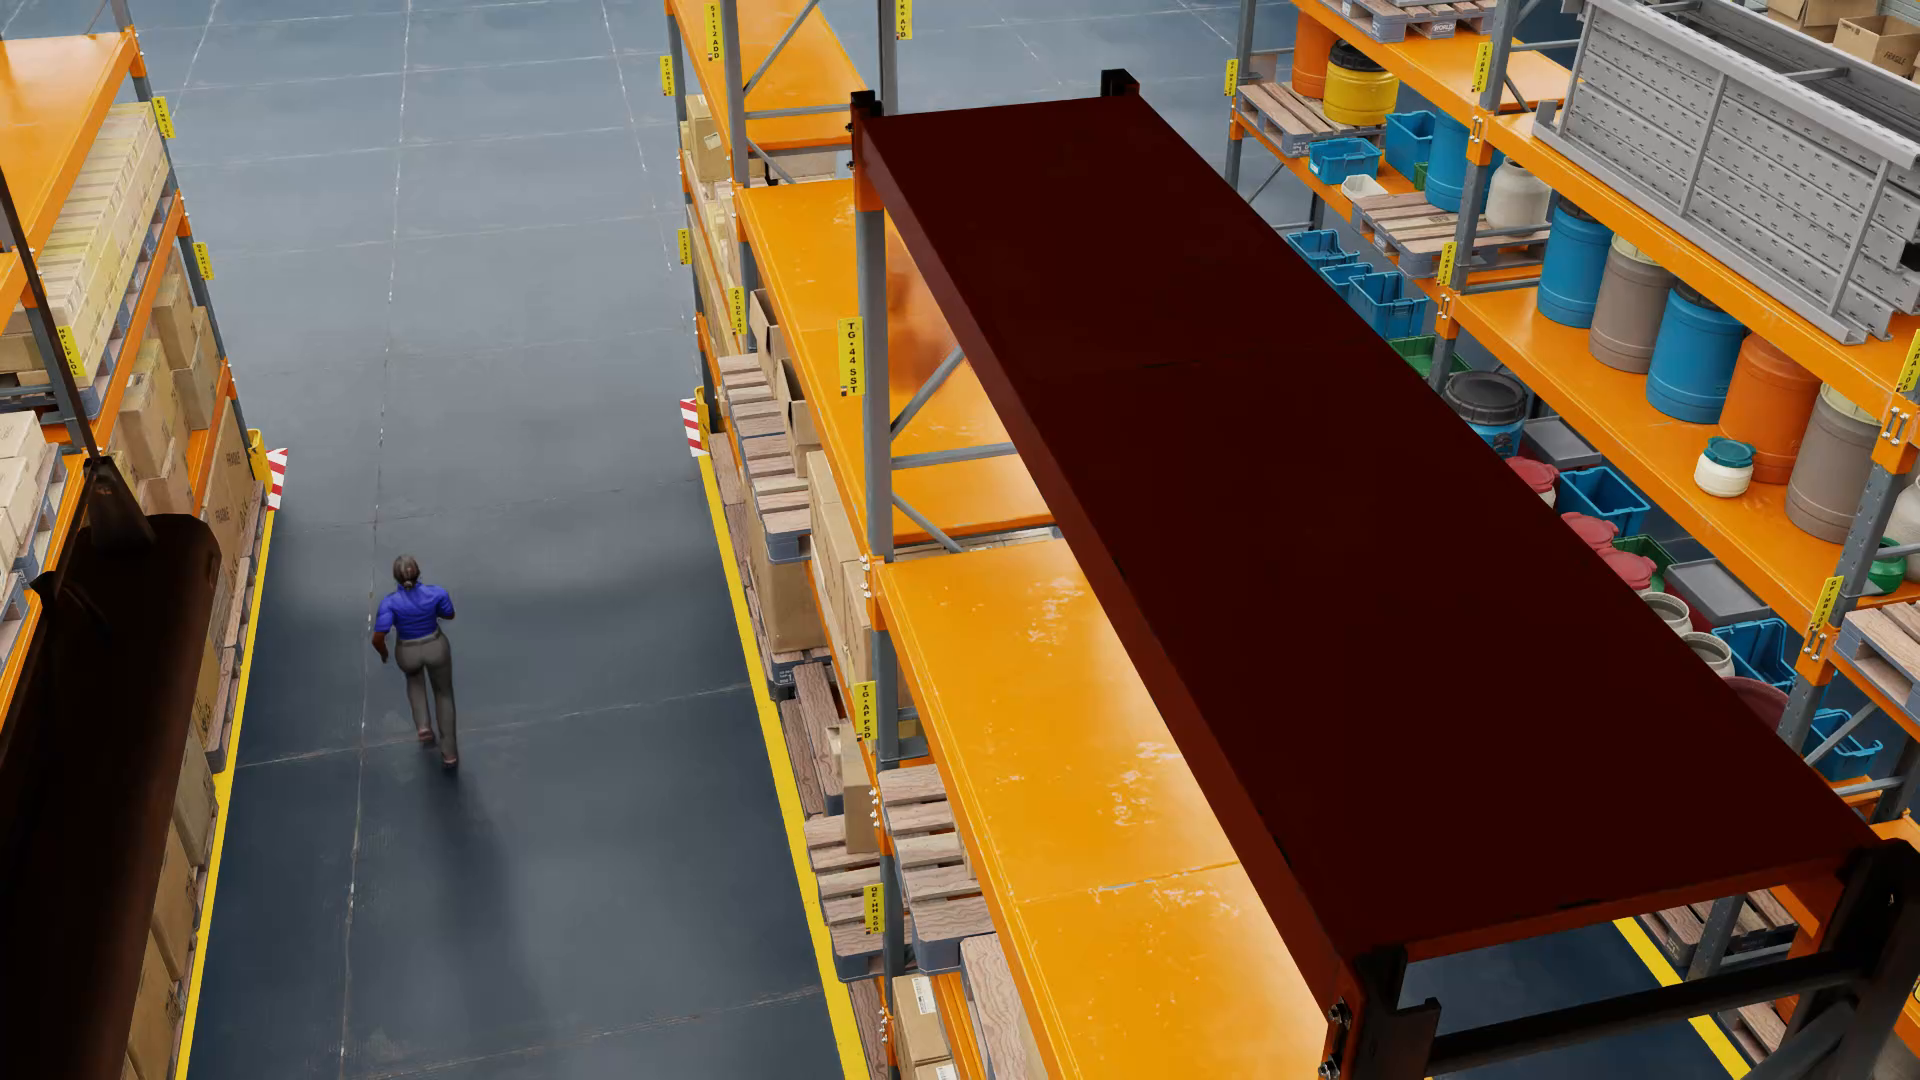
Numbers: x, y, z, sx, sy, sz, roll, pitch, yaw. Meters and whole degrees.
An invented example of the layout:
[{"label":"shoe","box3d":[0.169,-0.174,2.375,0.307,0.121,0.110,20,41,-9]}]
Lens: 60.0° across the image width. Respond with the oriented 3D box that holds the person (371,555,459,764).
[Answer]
[{"label":"person","box3d":[-3.726,0.783,11.498,0.544,1.664,0.688,-10,36,-14]}]
